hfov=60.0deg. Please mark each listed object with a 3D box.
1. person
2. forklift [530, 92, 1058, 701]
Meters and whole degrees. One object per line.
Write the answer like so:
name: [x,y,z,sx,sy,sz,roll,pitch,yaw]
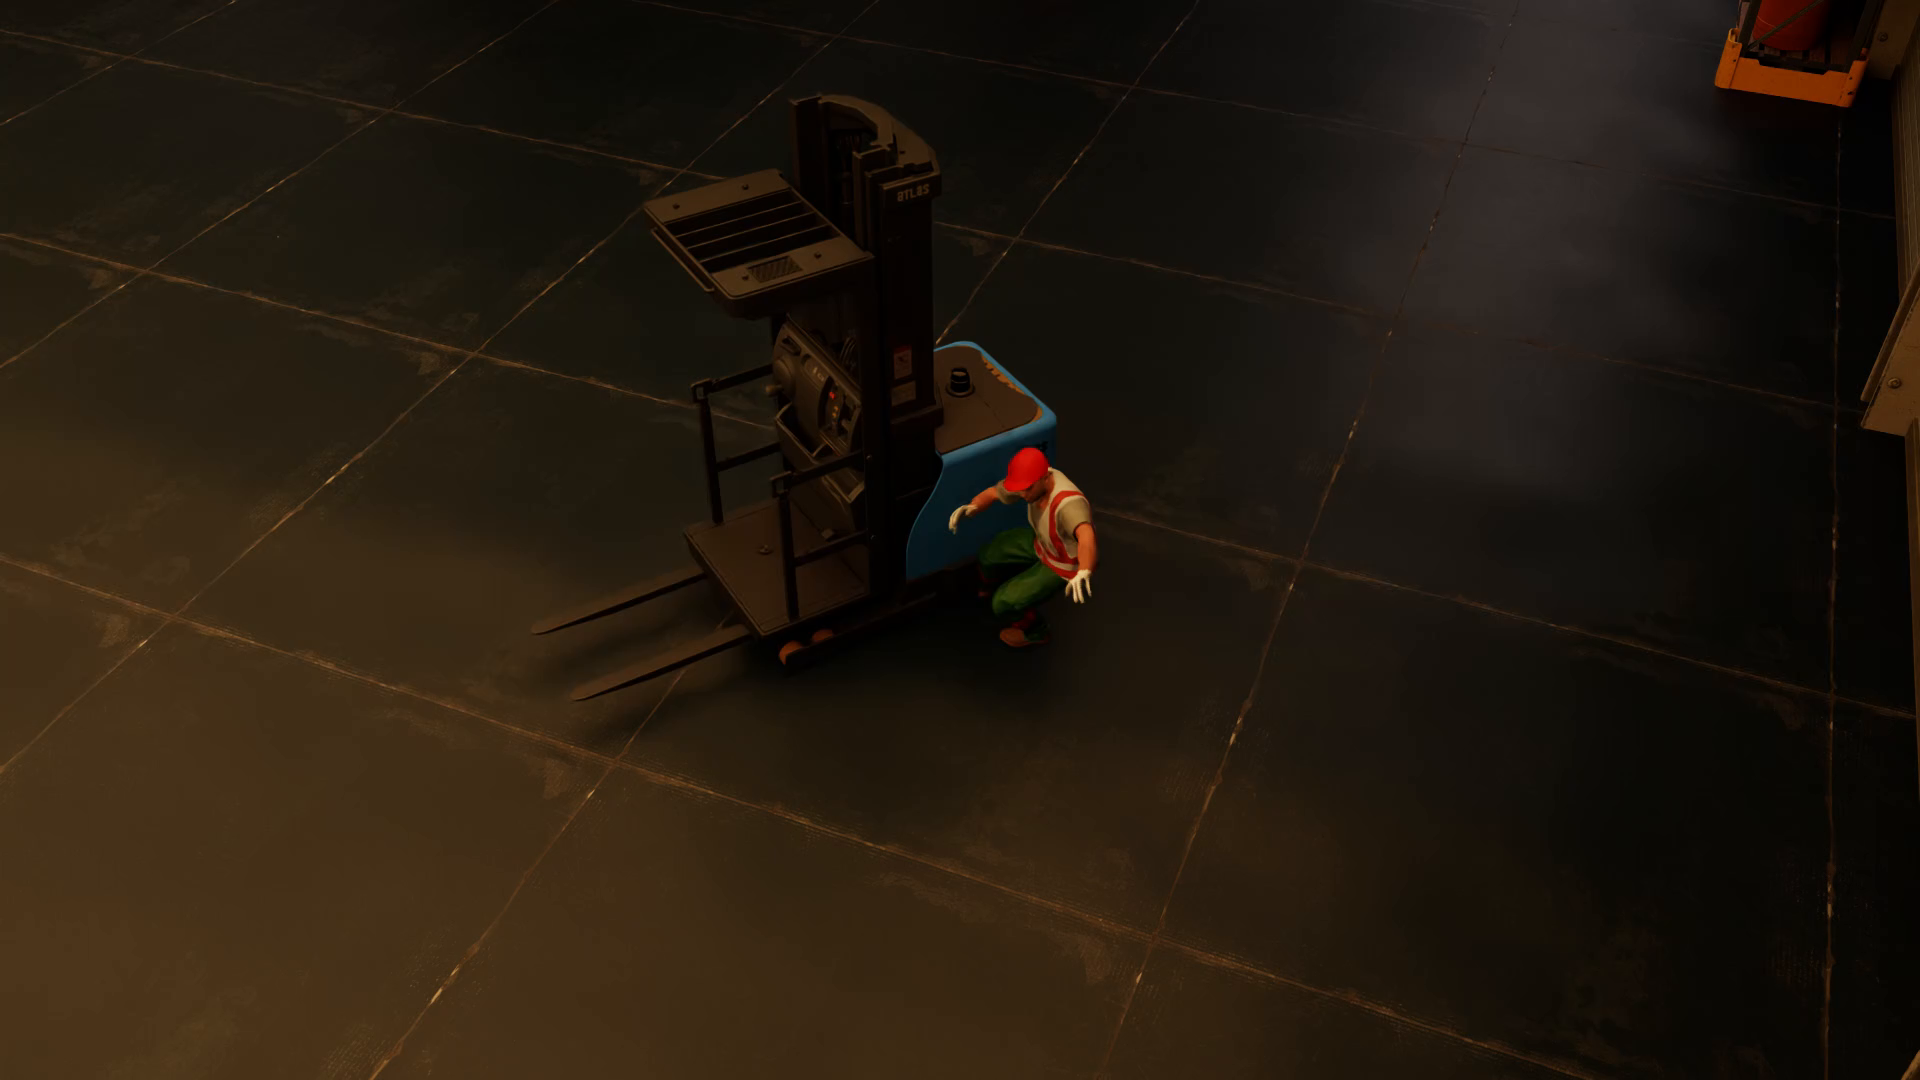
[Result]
person: [0.368,0.124,8.981,0.804,1.476,1.615,-17,43,-19]
forklift: [-0.954,-0.778,8.935,3.031,2.935,1.130,-21,44,-23]
